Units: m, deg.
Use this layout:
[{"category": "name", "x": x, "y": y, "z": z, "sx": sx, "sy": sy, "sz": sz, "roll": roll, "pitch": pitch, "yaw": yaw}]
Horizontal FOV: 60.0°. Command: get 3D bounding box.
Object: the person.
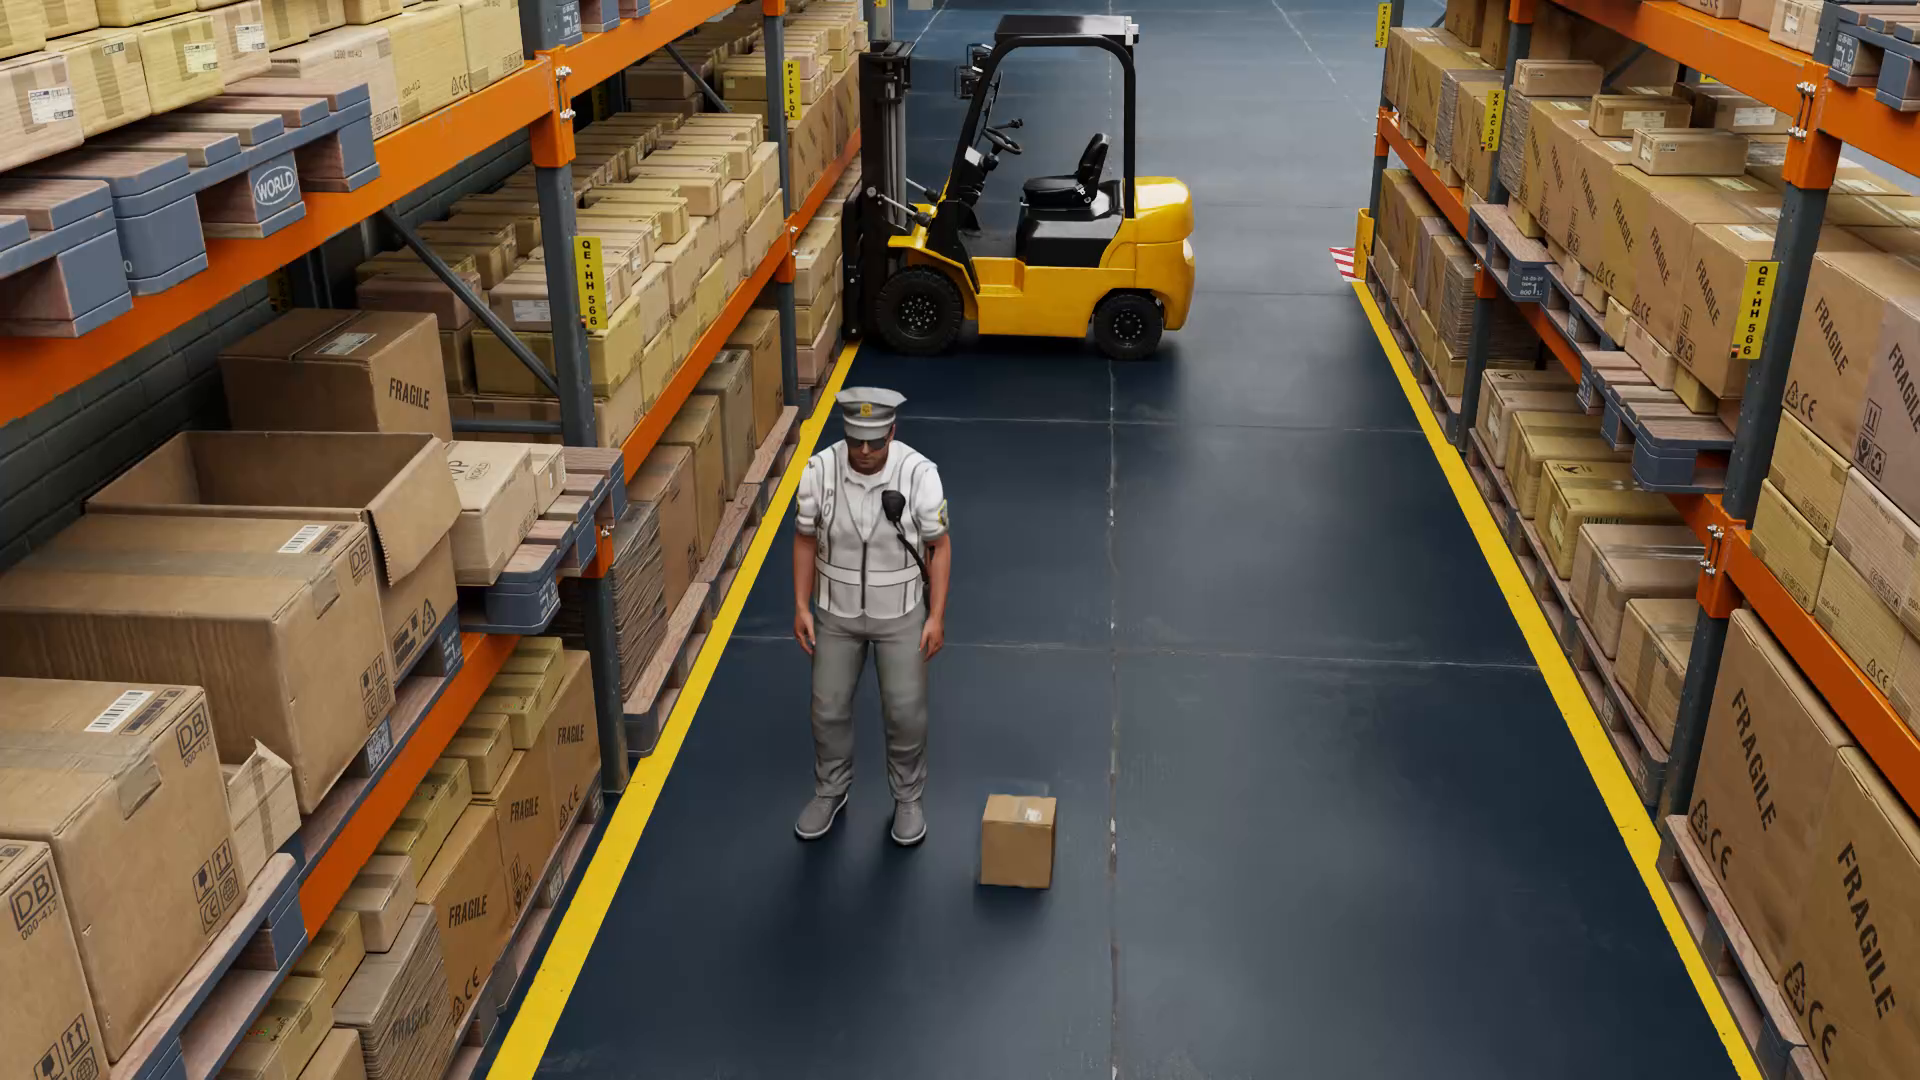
[{"category": "person", "x": -0.367, "y": 0.275, "z": 5.986, "sx": 0.495, "sy": 1.748, "sz": 0.329, "roll": 3, "pitch": 25, "yaw": 6}]
